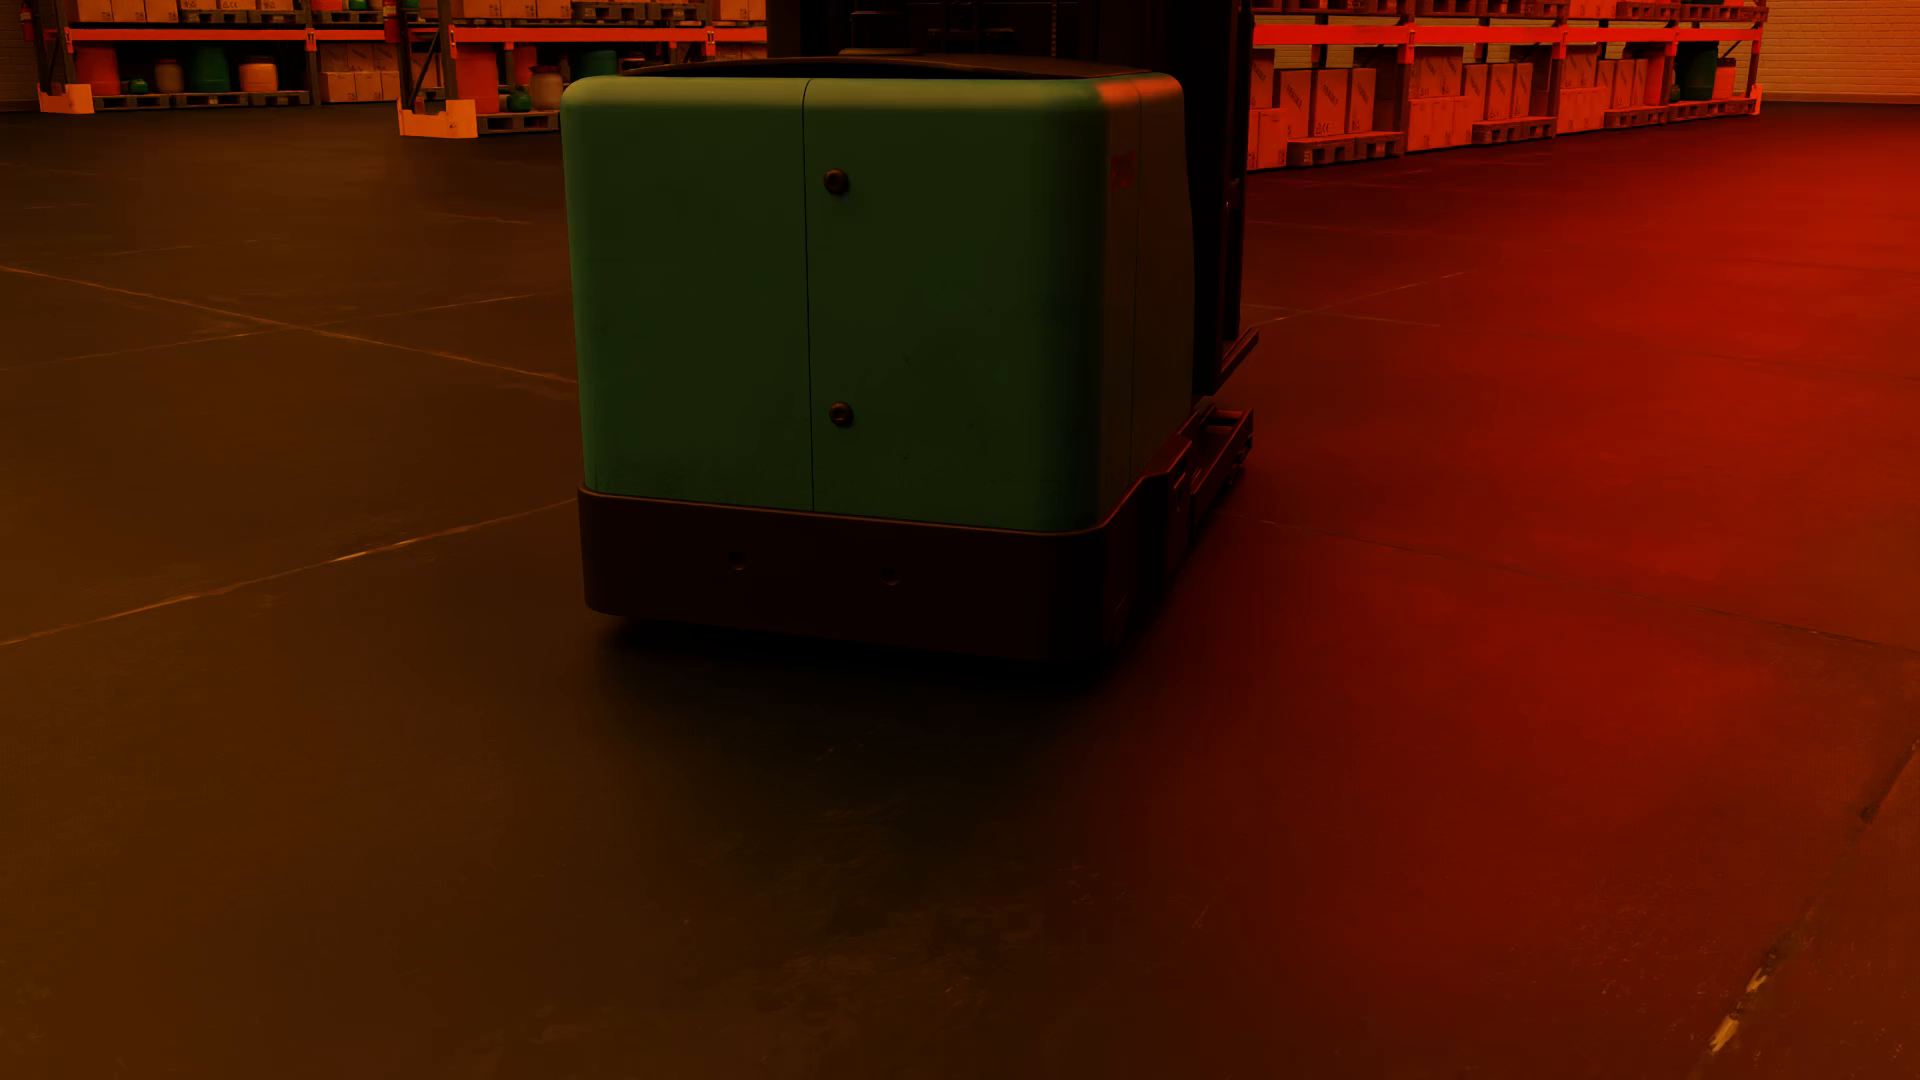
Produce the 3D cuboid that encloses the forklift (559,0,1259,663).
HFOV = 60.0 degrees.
[{"bbox_3d":[0.182,-1.571,4.072,1.130,2.935,3.031,5,18,17],"label":"forklift"}]
